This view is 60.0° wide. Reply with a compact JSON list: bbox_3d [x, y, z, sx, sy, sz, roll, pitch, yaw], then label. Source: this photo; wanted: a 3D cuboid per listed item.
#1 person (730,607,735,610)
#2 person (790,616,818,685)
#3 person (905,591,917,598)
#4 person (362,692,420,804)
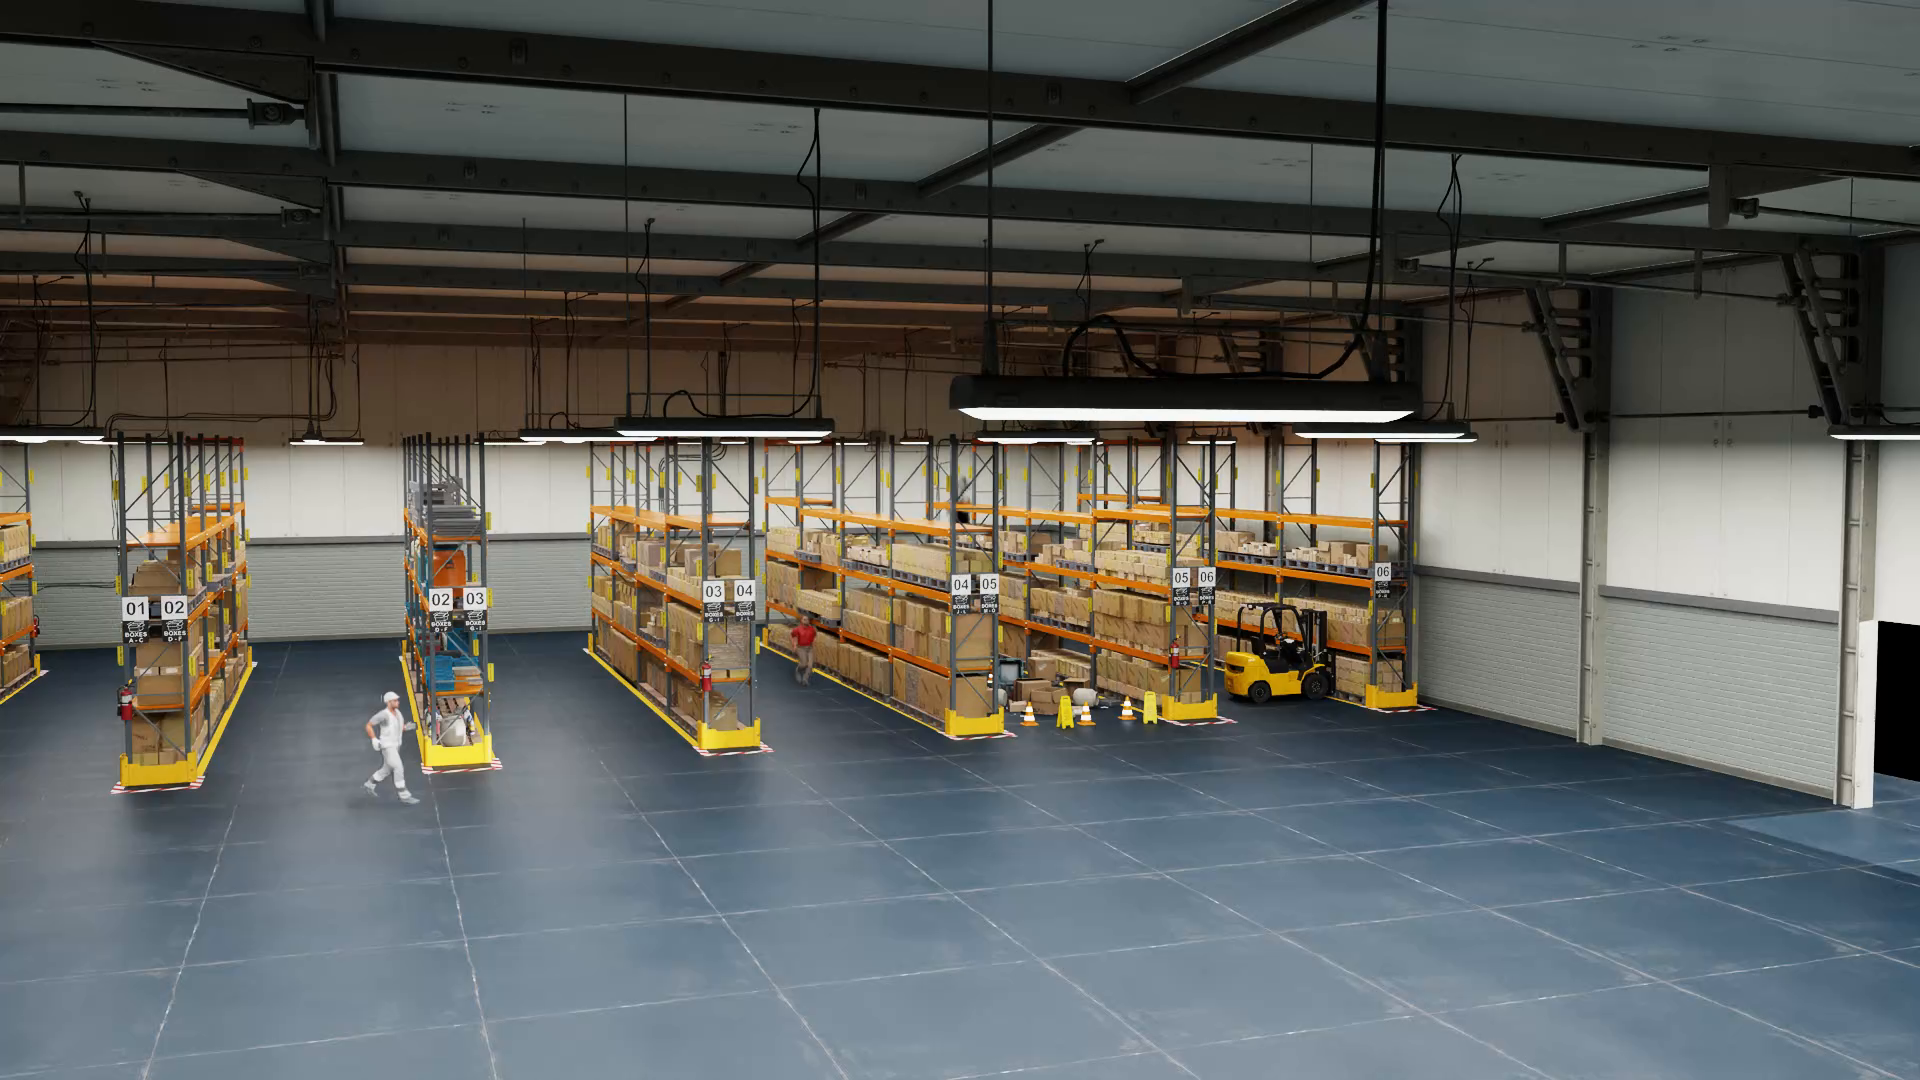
[{"bbox_3d":[-6.348,2.366,46.592,0.550,1.600,0.696,-1,3,-12],"label":"person"},{"bbox_3d":[-3.708,2.699,40.003,0.658,1.615,0.591,-2,4,-27],"label":"person"},{"bbox_3d":[-1.563,2.052,51.211,0.781,1.670,0.713,-1,3,-10],"label":"person"},{"bbox_3d":[-9.131,3.314,26.618,1.004,1.777,0.663,0,3,9],"label":"person"}]
